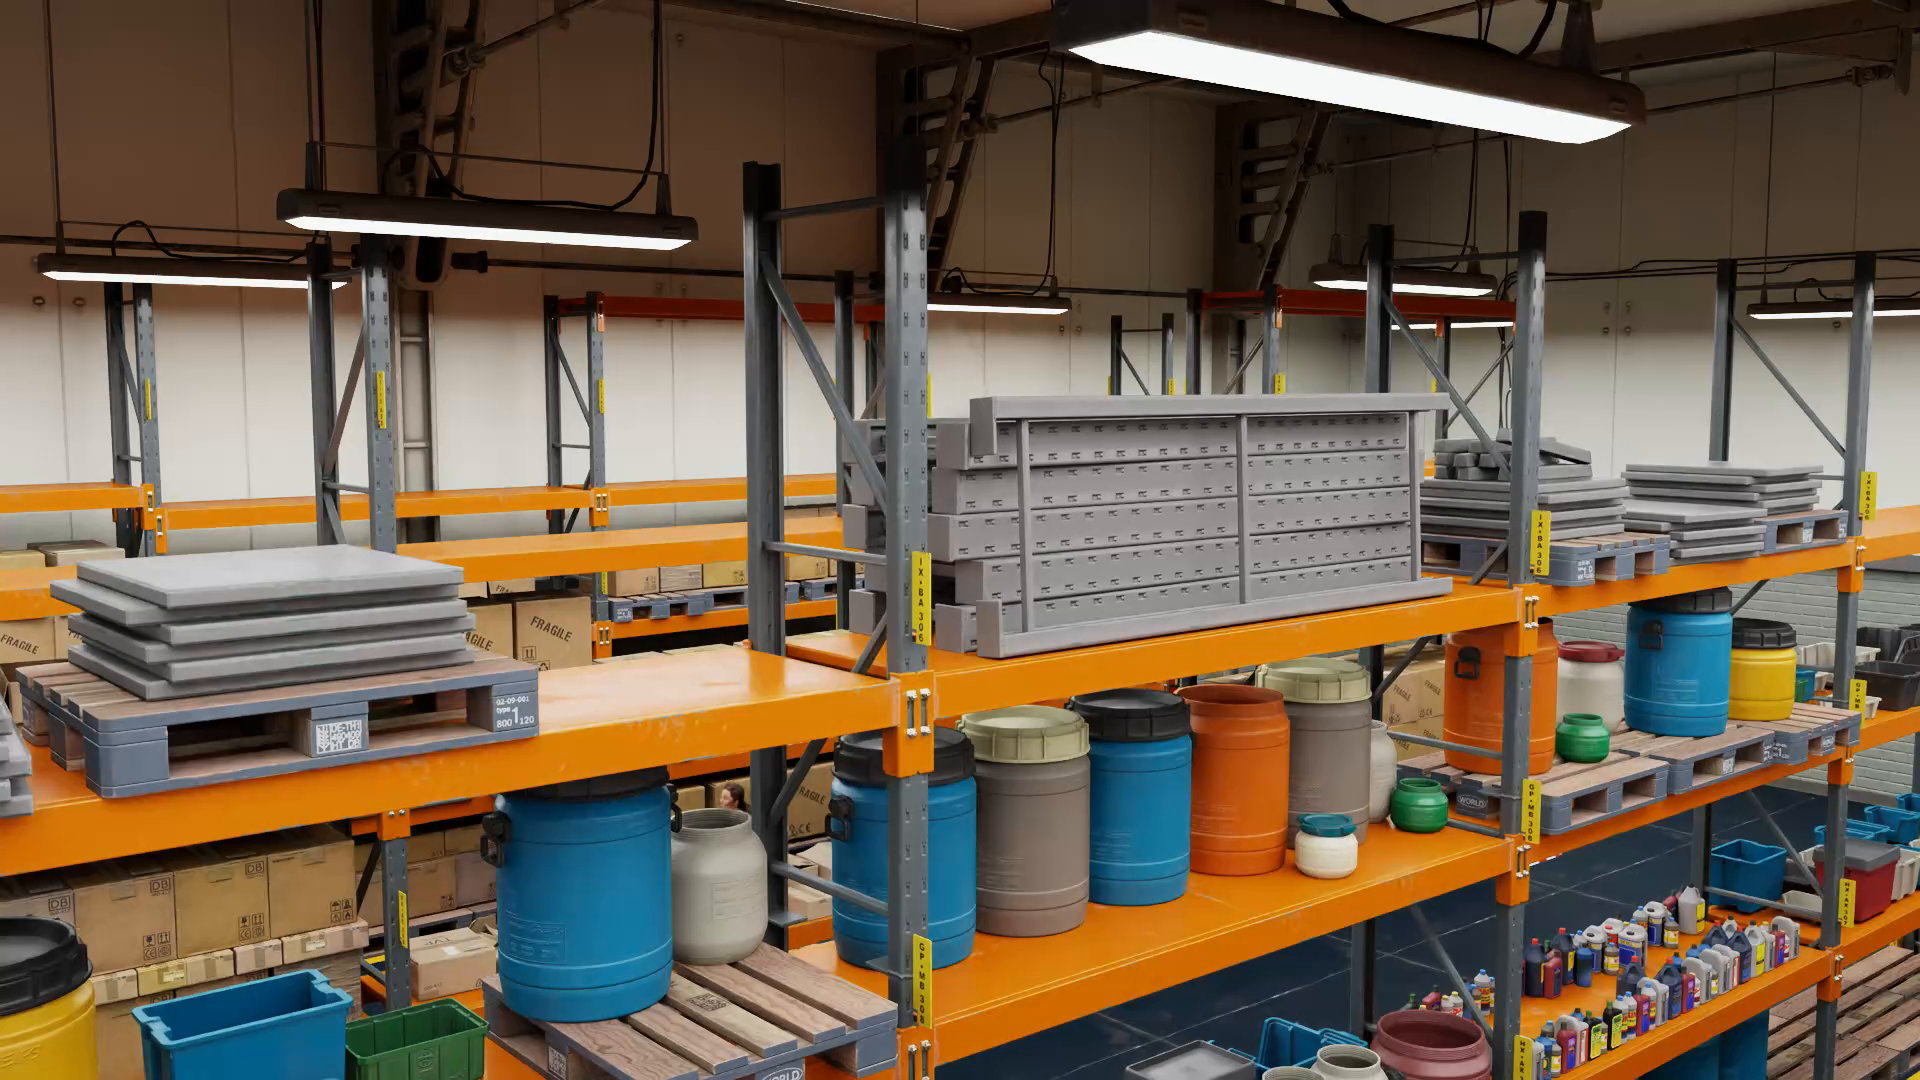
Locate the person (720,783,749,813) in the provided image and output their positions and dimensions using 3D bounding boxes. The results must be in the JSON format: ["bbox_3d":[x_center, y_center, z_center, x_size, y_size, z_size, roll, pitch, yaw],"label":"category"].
[{"bbox_3d":[-1.998,2.948,14.449,0.537,1.703,0.720,5,8,43],"label":"person"}]
